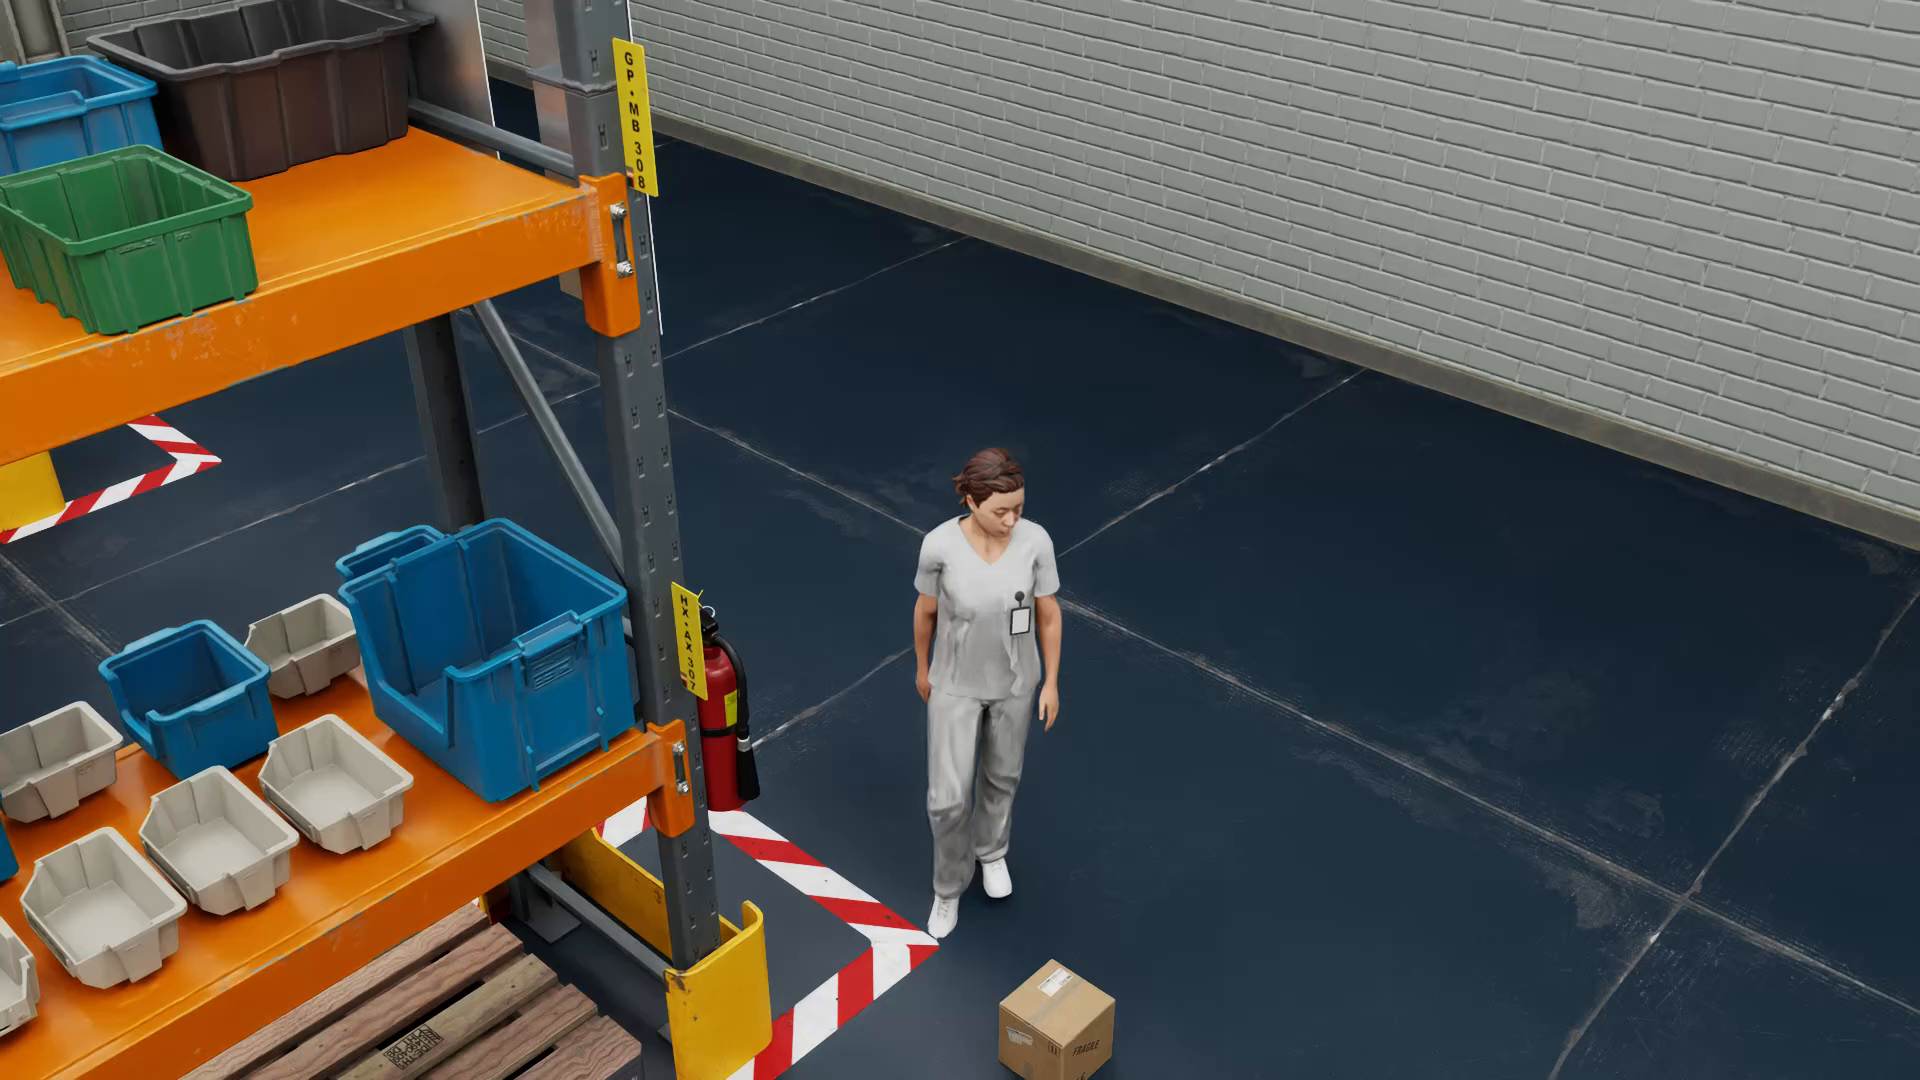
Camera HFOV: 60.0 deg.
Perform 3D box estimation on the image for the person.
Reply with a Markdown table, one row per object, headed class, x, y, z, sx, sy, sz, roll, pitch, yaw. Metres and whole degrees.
| class | x | y | z | sx | sy | sz | roll | pitch | yaw |
| --- | --- | --- | --- | --- | --- | --- | --- | --- | --- |
| person | 0.092 | 0.498 | 5.336 | 0.469 | 1.737 | 0.445 | -5 | 32 | -8 |
